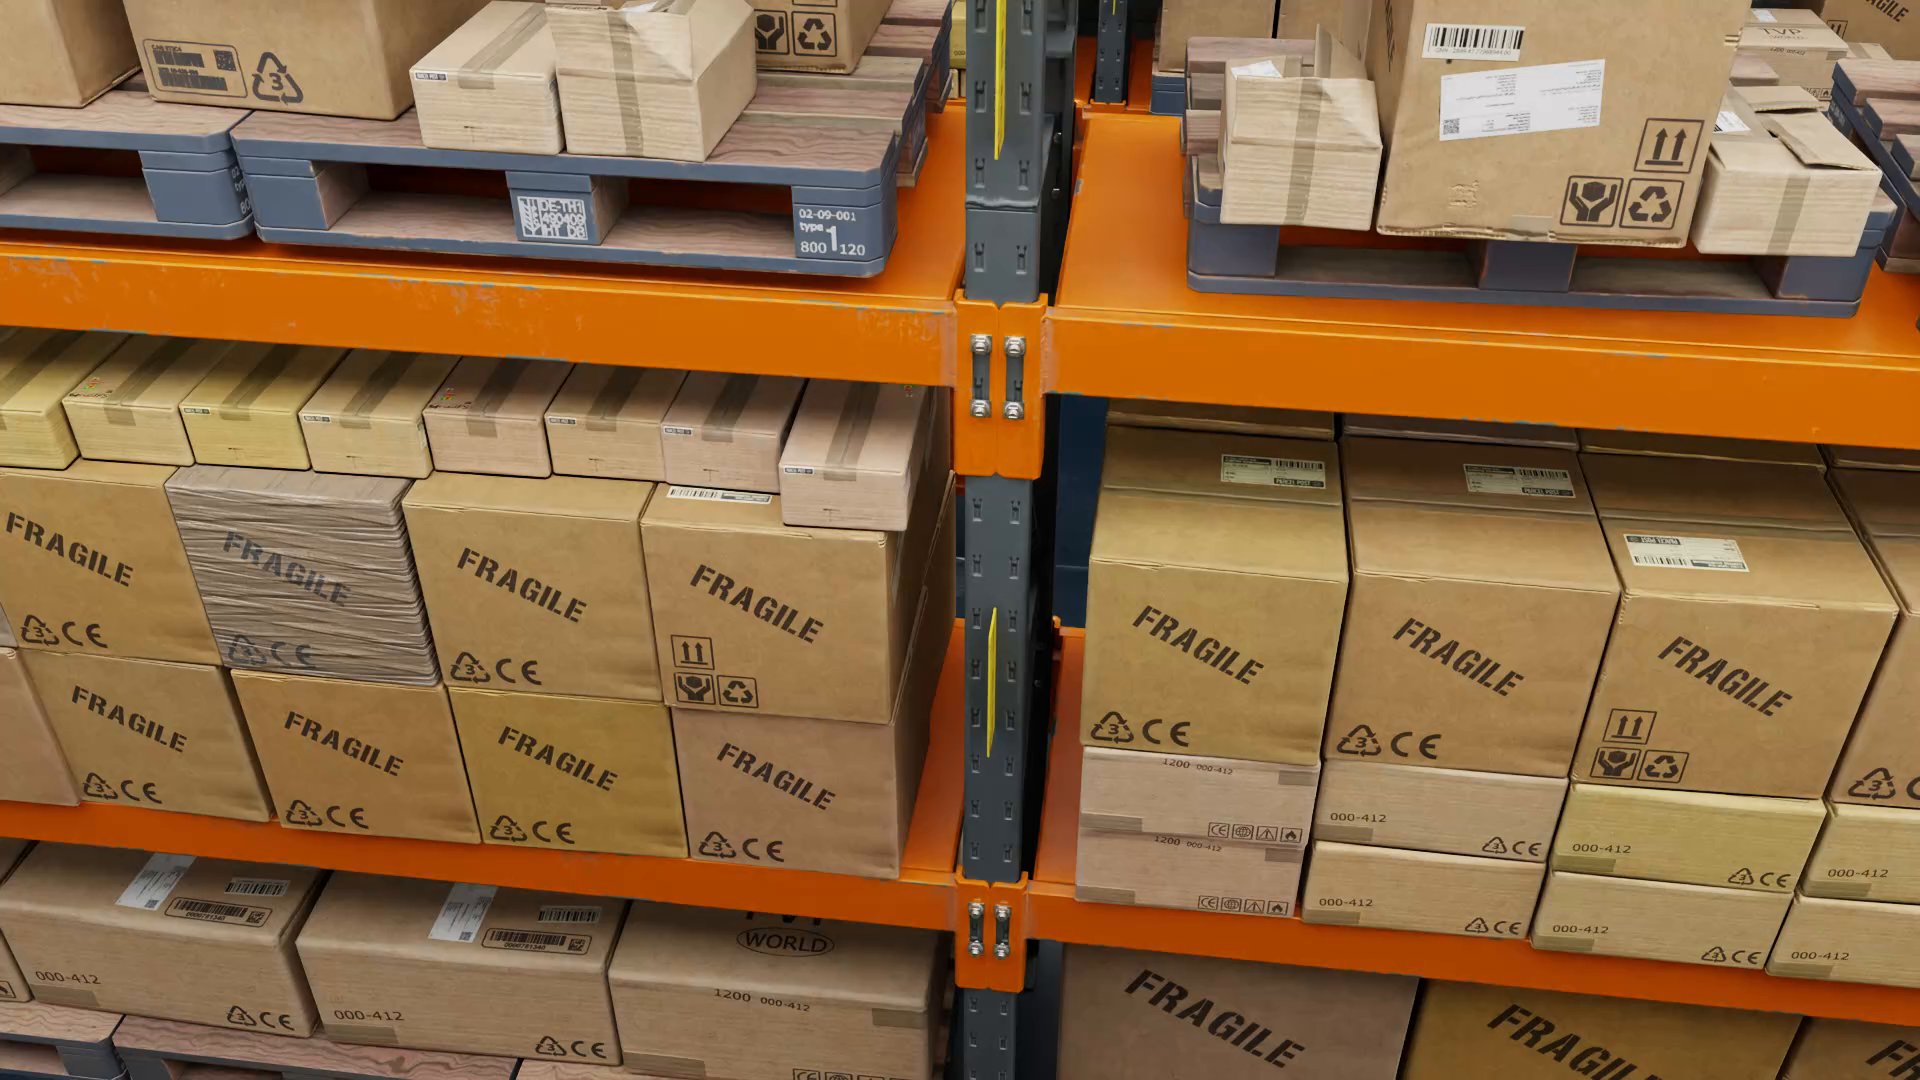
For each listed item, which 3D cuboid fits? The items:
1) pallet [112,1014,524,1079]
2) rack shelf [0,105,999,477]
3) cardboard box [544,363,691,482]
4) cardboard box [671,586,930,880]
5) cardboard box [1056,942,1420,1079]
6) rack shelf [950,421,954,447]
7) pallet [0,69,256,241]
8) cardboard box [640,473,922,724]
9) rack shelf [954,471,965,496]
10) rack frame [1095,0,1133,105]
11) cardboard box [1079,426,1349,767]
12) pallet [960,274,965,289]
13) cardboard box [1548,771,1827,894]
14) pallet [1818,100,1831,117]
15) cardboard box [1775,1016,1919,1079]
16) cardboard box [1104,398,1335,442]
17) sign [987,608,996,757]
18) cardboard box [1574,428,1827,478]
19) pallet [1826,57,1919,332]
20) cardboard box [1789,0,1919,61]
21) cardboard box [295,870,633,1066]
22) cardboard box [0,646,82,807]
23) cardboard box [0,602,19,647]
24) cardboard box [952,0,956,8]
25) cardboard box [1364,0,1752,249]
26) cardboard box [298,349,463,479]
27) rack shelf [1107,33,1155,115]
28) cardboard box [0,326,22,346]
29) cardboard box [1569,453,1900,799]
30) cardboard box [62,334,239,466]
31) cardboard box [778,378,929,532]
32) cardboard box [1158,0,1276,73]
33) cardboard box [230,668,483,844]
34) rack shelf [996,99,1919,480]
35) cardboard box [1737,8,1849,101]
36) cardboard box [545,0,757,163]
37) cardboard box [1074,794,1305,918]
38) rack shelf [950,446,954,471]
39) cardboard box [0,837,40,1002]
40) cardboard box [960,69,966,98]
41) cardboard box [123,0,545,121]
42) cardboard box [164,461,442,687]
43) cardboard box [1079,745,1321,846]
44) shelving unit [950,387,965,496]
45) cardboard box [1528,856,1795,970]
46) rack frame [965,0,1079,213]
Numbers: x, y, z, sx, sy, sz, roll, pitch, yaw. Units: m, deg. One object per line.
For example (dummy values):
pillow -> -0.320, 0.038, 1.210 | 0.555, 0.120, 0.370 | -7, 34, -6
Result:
pallet -> -1.823, 1.307, 5.238 | 1.213, 0.211, 1.003 | 4, 36, 6
rack shelf -> -1.849, -0.714, 3.706 | 4.000, 0.370, 1.077 | 4, 36, 6
cardboard box -> -0.705, -0.296, 3.577 | 0.250, 0.149, 0.380 | 4, 36, 6
cardboard box -> -0.358, 0.434, 3.974 | 0.500, 0.500, 0.500 | 5, 36, 6
cardboard box -> 0.760, 1.055, 4.657 | 0.875, 0.875, 0.875 | 5, 36, 7
rack shelf -> 0.014, -0.451, 6.926 | 0.180, 0.103, 0.258 | 4, 36, 6
pallet -> -1.882, -0.981, 3.537 | 1.213, 0.211, 1.003 | 4, 36, 6
cardboard box -> -0.368, 0.038, 3.668 | 0.500, 0.500, 0.500 | 4, 36, 6
rack shelf -> 0.014, -0.256, 7.065 | 0.180, 0.103, 0.258 | 4, 36, 6
rack frame -> 0.763, -2.499, 8.169 | 0.127, 3.000, 1.000 | 4, 36, 6
cardboard box -> 0.535, 0.112, 3.564 | 0.500, 0.500, 0.500 | 5, 36, 6
pallet -> 0.082, -1.415, 9.051 | 1.213, 0.211, 1.003 | 4, 36, 6
cardboard box -> 1.553, 0.489, 3.681 | 0.500, 0.250, 0.500 | 5, 36, 7
pallet -> 4.049, -2.134, 7.823 | 1.003, 0.211, 1.213 | 4, 36, 6
cardboard box -> 2.543, 1.184, 4.476 | 0.875, 0.875, 0.875 | 5, 36, 7
cardboard box -> 0.610, -0.198, 3.998 | 0.500, 0.500, 0.500 | 5, 36, 7
sign -> 0.066, 0.297, 3.438 | 0.005, 0.325, 0.100 | 4, 36, 6
cardboard box -> 1.624, -0.115, 3.882 | 0.500, 0.500, 0.500 | 5, 36, 7
pallet -> 2.347, -0.584, 3.067 | 1.213, 0.211, 1.003 | 6, 36, 8
cardboard box -> 4.240, -2.542, 7.783 | 0.500, 0.500, 0.500 | 6, 36, 8
cardboard box -> -1.362, 1.059, 5.027 | 0.875, 0.438, 0.875 | 3, 36, 5
cardboard box -> -2.386, 0.295, 4.168 | 0.500, 0.500, 0.500 | 4, 36, 6
cardboard box -> -2.368, -0.114, 3.882 | 0.500, 0.500, 0.500 | 4, 36, 6
cardboard box -> -0.272, -2.484, 8.022 | 0.500, 0.250, 0.500 | 4, 36, 6
cardboard box -> 0.972, -0.839, 2.813 | 0.500, 0.500, 0.500 | 4, 36, 5
cardboard box -> -1.211, -0.302, 3.585 | 0.250, 0.149, 0.380 | 4, 36, 6
rack shelf -> 2.747, -2.058, 8.170 | 4.000, 0.370, 1.077 | 4, 36, 6
cardboard box -> -2.231, -0.356, 3.661 | 0.250, 0.149, 0.380 | 5, 36, 6
cardboard box -> 1.540, 0.172, 3.479 | 0.500, 0.500, 0.500 | 3, 36, 5
cardboard box -> -1.717, -0.330, 3.625 | 0.250, 0.149, 0.380 | 4, 36, 6
cardboard box -> -0.211, -0.189, 3.428 | 0.250, 0.149, 0.380 | 4, 36, 5
cardboard box -> 1.215, -2.546, 7.787 | 0.500, 0.500, 0.700 | 5, 36, 7
cardboard box -> -1.369, 0.370, 4.063 | 0.500, 0.500, 0.500 | 4, 36, 5
rack shelf -> 2.118, -0.418, 3.291 | 4.000, 0.370, 1.077 | 4, 36, 6
cardboard box -> 3.643, -2.204, 7.524 | 0.500, 0.250, 0.500 | 3, 36, 4
cardboard box -> -0.540, -0.879, 2.986 | 0.258, 0.266, 0.396 | 5, 36, 7
cardboard box -> 0.538, 0.607, 3.946 | 0.500, 0.250, 0.500 | 3, 36, 5
rack shelf -> 0.014, -0.353, 6.995 | 0.180, 0.103, 0.258 | 4, 36, 6
cardboard box -> -3.165, 0.929, 5.210 | 0.875, 0.438, 0.875 | 3, 36, 4
cardboard box -> 0.154, -2.281, 8.080 | 0.250, 0.149, 0.380 | 5, 36, 7
cardboard box -> -1.207, -1.194, 3.222 | 0.637, 0.503, 0.797 | 7, 36, 10
cardboard box -> -1.377, -0.036, 3.772 | 0.500, 0.500, 0.500 | 5, 36, 7
cardboard box -> 0.535, 0.414, 3.786 | 0.500, 0.250, 0.500 | 3, 36, 5
shelving unit -> 0.014, -0.487, 6.900 | 0.189, 1.200, 0.258 | 4, 36, 6
cardboard box -> 1.557, 0.692, 3.827 | 0.500, 0.250, 0.500 | 4, 36, 6
rack frame -> 0.135, -2.080, 2.418 | 0.127, 3.000, 1.000 | 4, 36, 6
